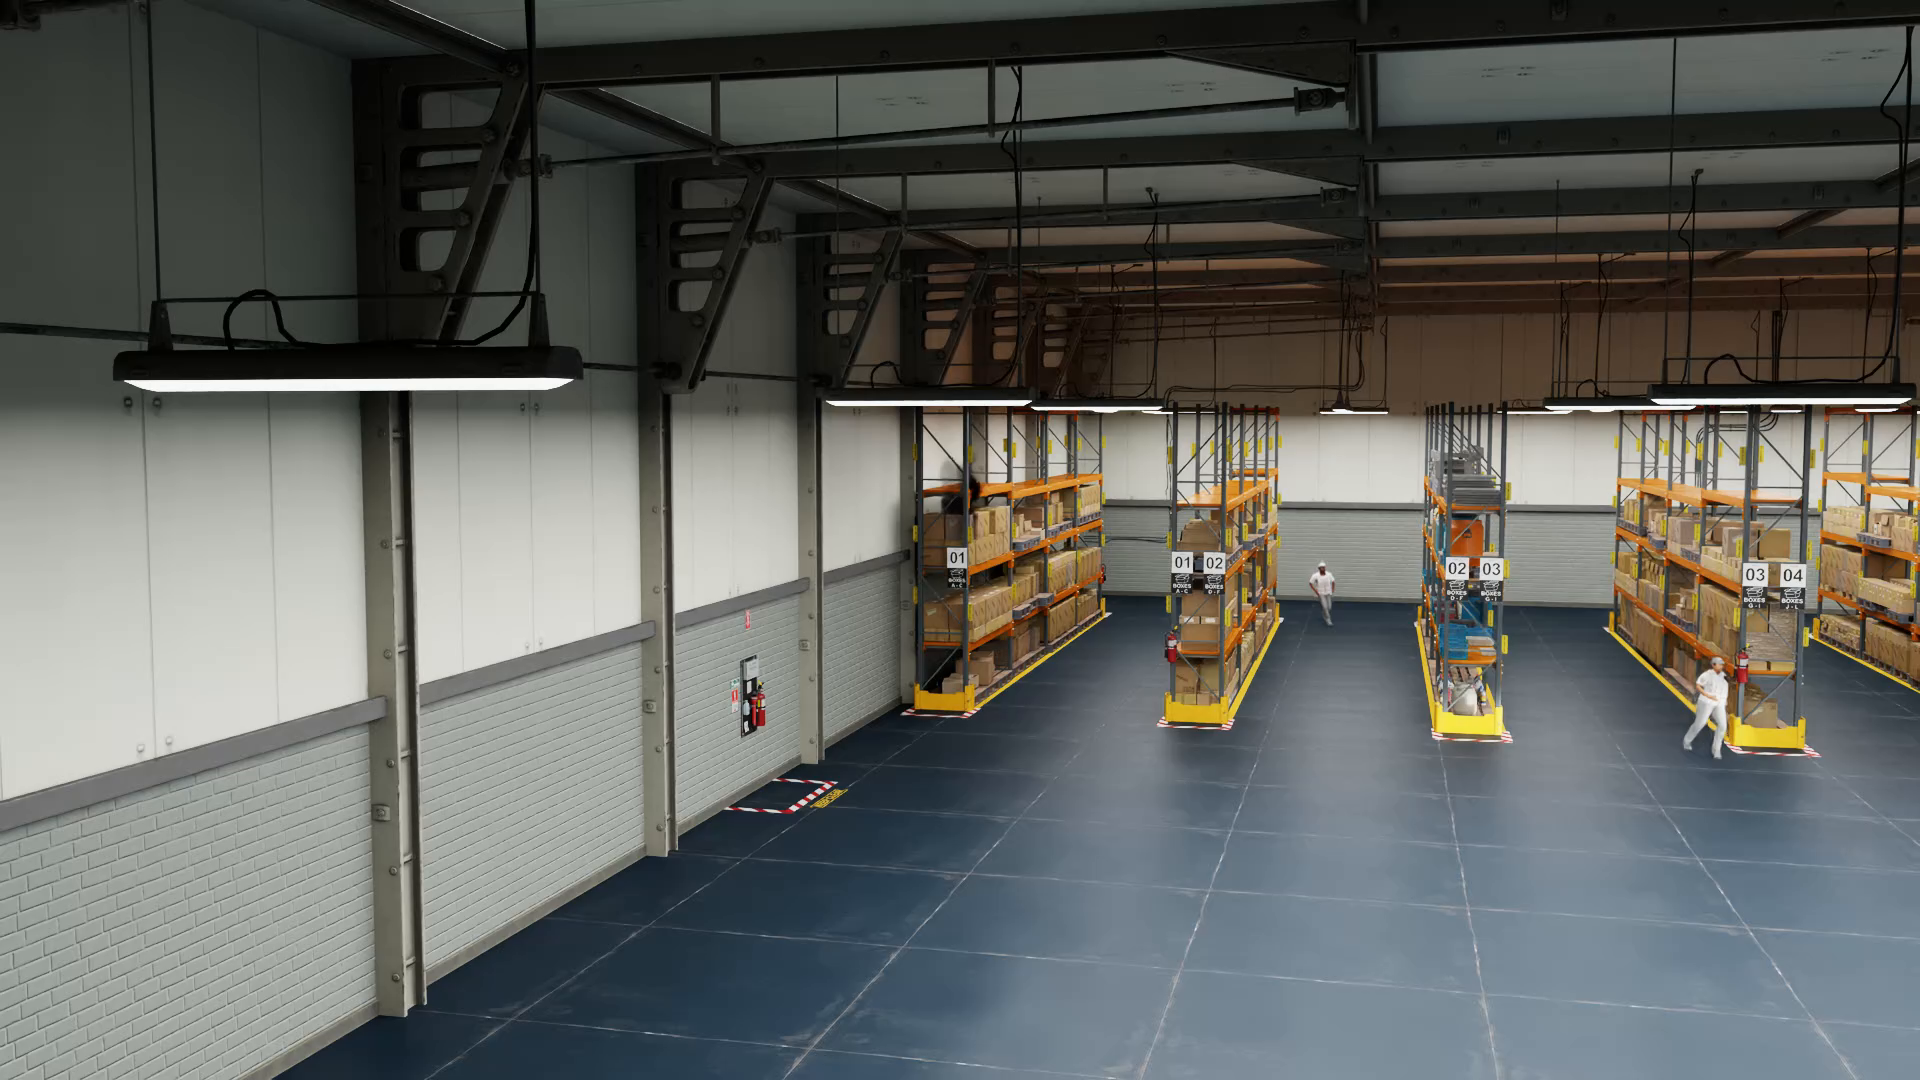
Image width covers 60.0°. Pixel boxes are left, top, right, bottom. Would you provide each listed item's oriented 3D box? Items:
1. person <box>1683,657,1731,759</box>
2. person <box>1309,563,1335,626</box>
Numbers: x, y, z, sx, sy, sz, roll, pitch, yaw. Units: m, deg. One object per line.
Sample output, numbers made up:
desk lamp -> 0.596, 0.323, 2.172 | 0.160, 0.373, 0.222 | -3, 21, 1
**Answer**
person -> 12.770, 2.828, 28.242 | 0.700, 1.695, 0.786 | -1, 4, -10
person -> 10.001, 1.476, 45.841 | 0.705, 1.717, 0.745 | 0, 4, -7
